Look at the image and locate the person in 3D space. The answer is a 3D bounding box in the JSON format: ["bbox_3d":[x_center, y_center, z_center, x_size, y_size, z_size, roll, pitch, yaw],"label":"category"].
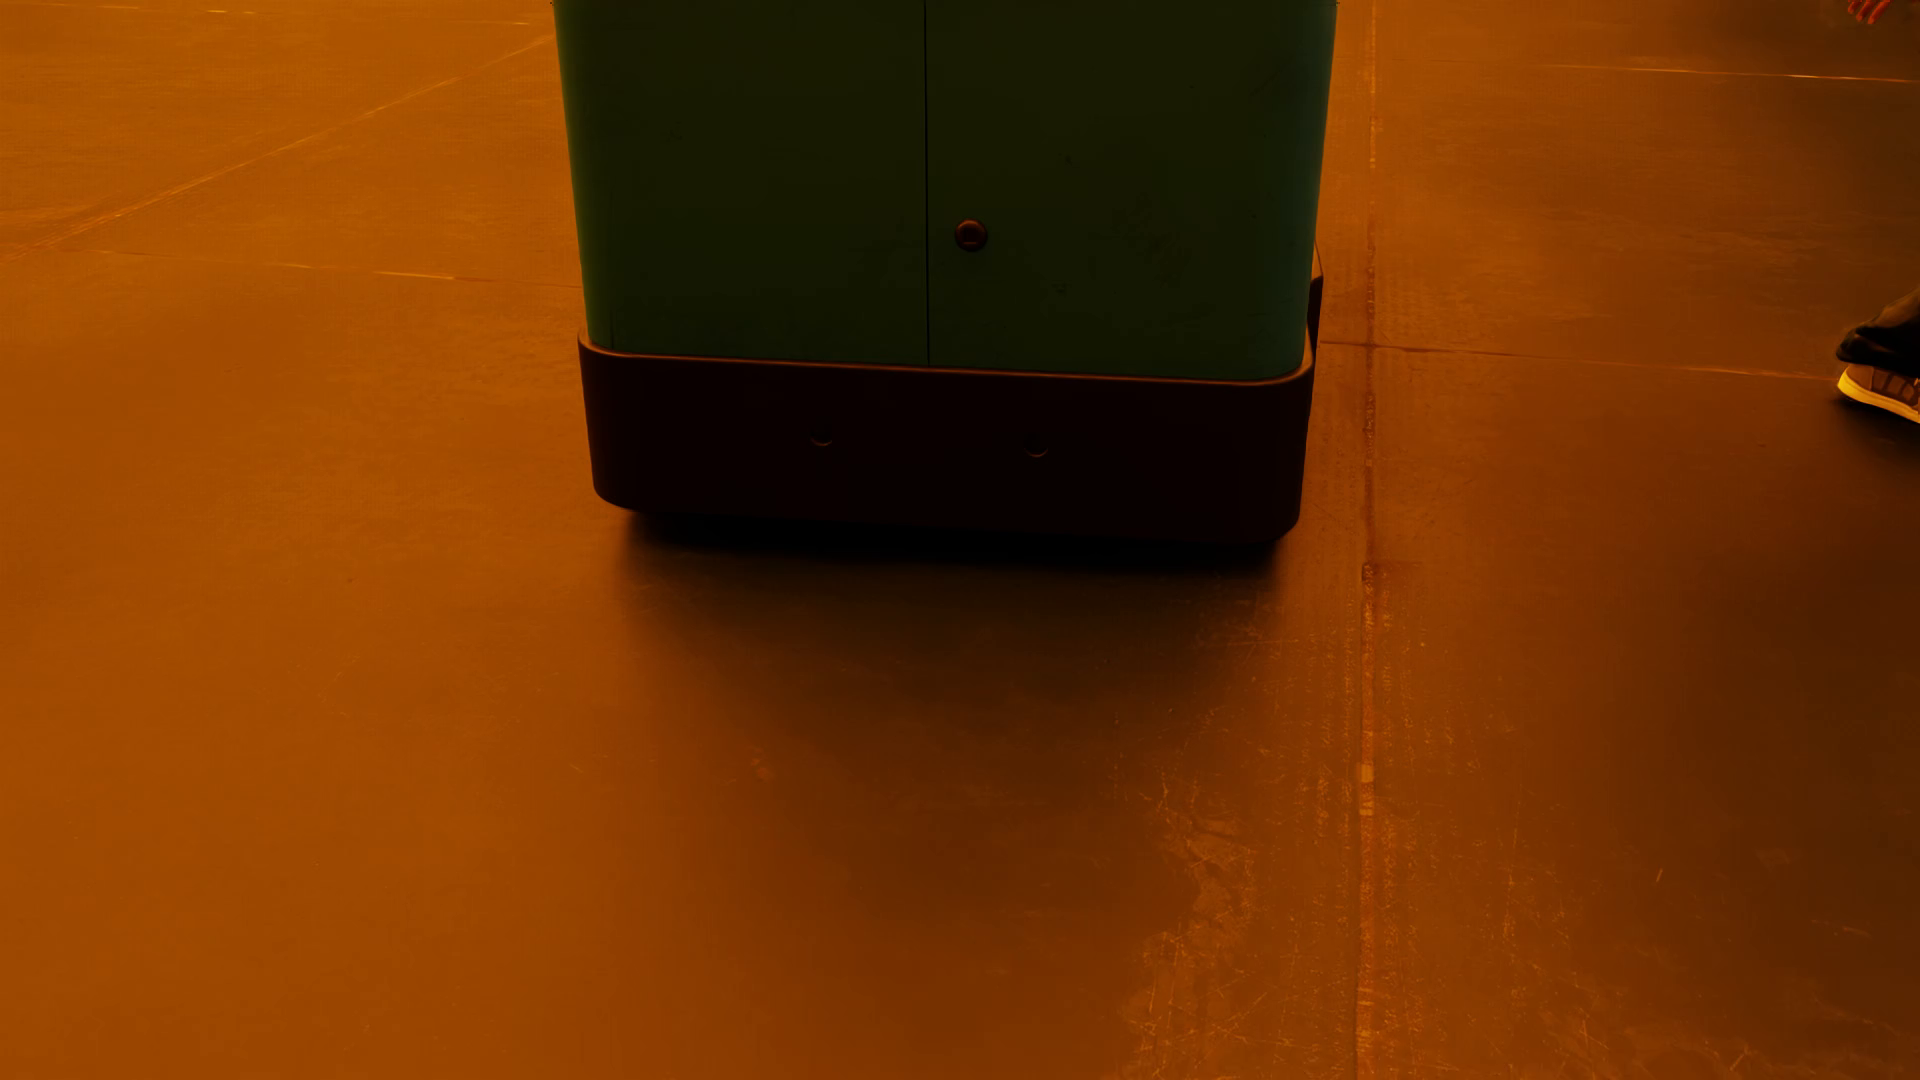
[{"bbox_3d":[1.751,-0.756,2.415,0.637,1.446,0.714,-20,33,-34],"label":"person"}]

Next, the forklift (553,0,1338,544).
[{"bbox_3d":[0.148,-1.939,3.089,1.130,2.935,3.031,3,27,6],"label":"forklift"}]
